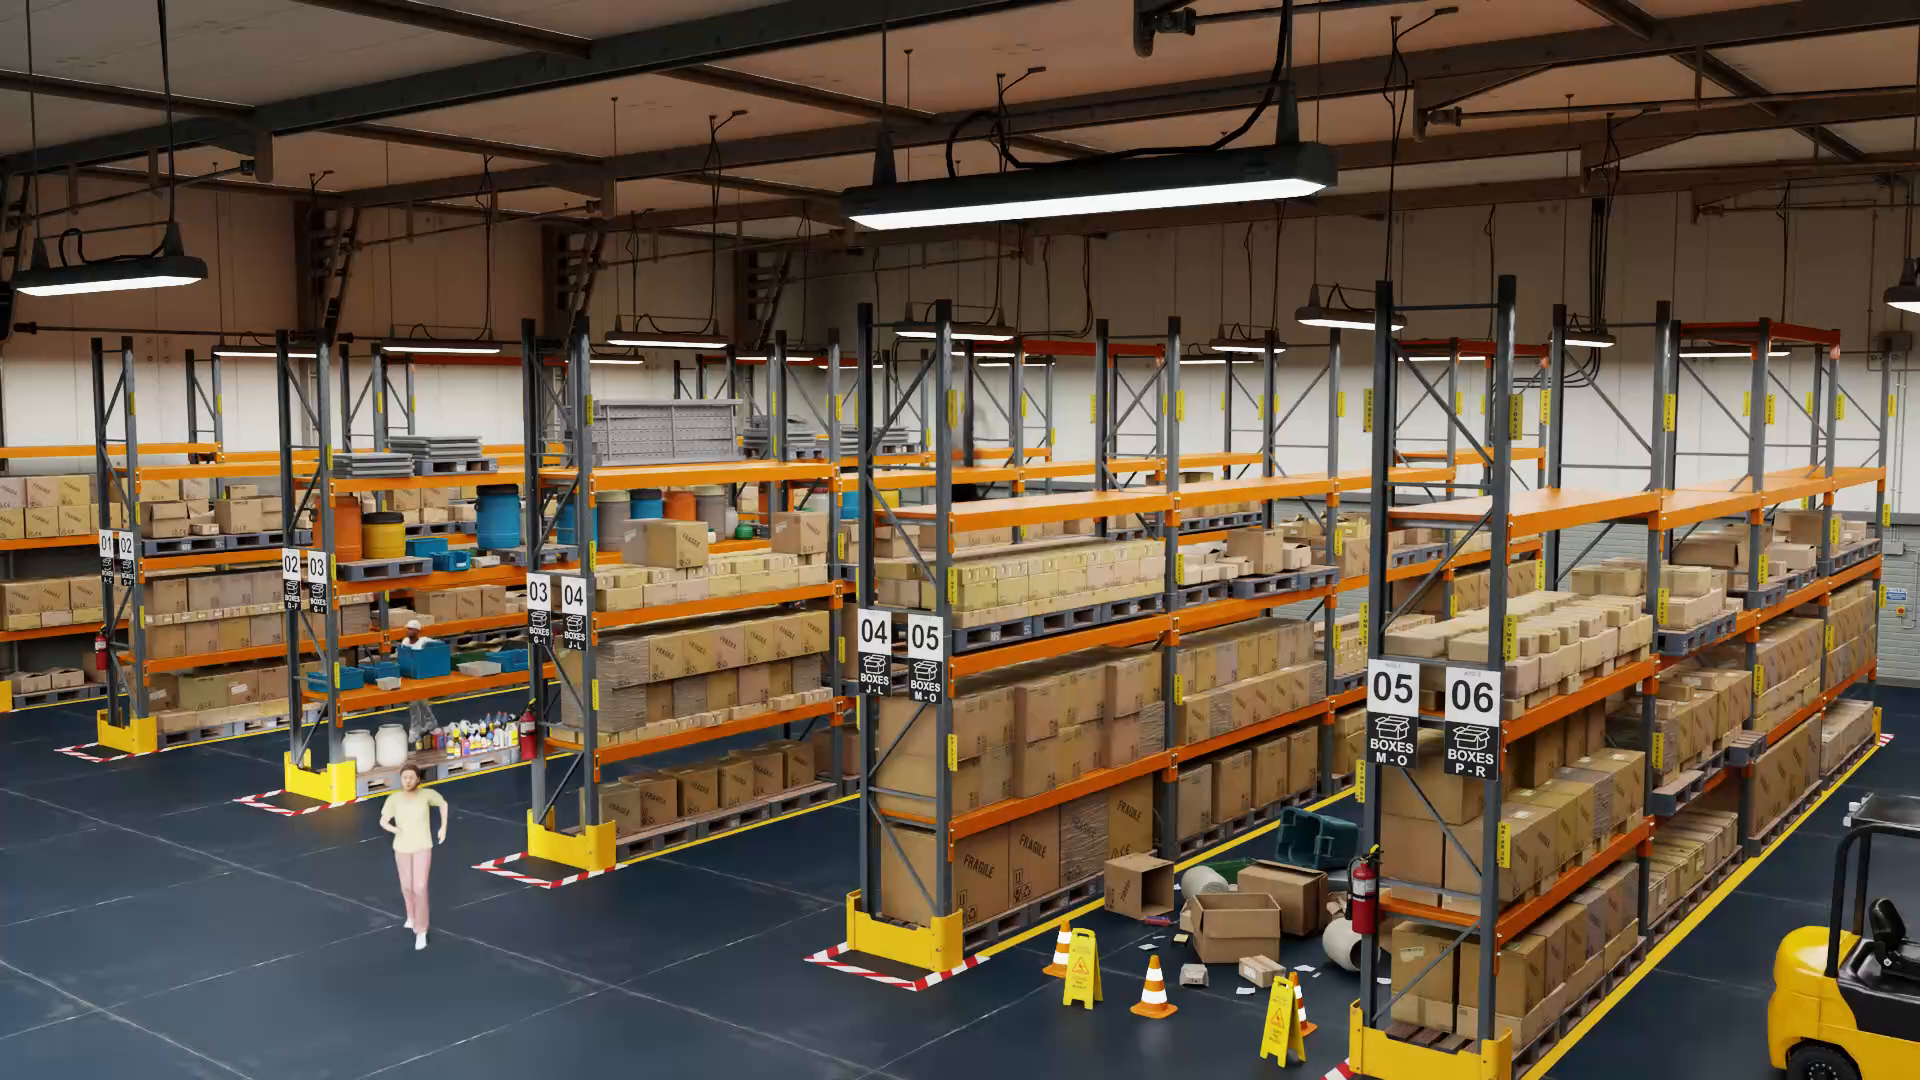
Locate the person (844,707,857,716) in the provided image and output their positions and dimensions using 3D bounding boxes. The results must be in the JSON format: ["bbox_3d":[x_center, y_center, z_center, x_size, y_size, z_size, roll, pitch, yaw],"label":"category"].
[{"bbox_3d":[-1.558,1.795,25.461,0.659,1.767,0.627,4,6,38],"label":"person"}]

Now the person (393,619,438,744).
[{"bbox_3d":[-8.142,2.111,24.991,0.703,1.857,0.786,3,6,31],"label":"person"}]

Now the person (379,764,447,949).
[{"bbox_3d":[-5.183,2.971,15.794,0.589,1.741,0.735,-1,5,-10],"label":"person"}]

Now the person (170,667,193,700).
[{"bbox_3d":[-12.393,2.010,26.568,0.607,1.733,0.796,4,6,40],"label":"person"}]
